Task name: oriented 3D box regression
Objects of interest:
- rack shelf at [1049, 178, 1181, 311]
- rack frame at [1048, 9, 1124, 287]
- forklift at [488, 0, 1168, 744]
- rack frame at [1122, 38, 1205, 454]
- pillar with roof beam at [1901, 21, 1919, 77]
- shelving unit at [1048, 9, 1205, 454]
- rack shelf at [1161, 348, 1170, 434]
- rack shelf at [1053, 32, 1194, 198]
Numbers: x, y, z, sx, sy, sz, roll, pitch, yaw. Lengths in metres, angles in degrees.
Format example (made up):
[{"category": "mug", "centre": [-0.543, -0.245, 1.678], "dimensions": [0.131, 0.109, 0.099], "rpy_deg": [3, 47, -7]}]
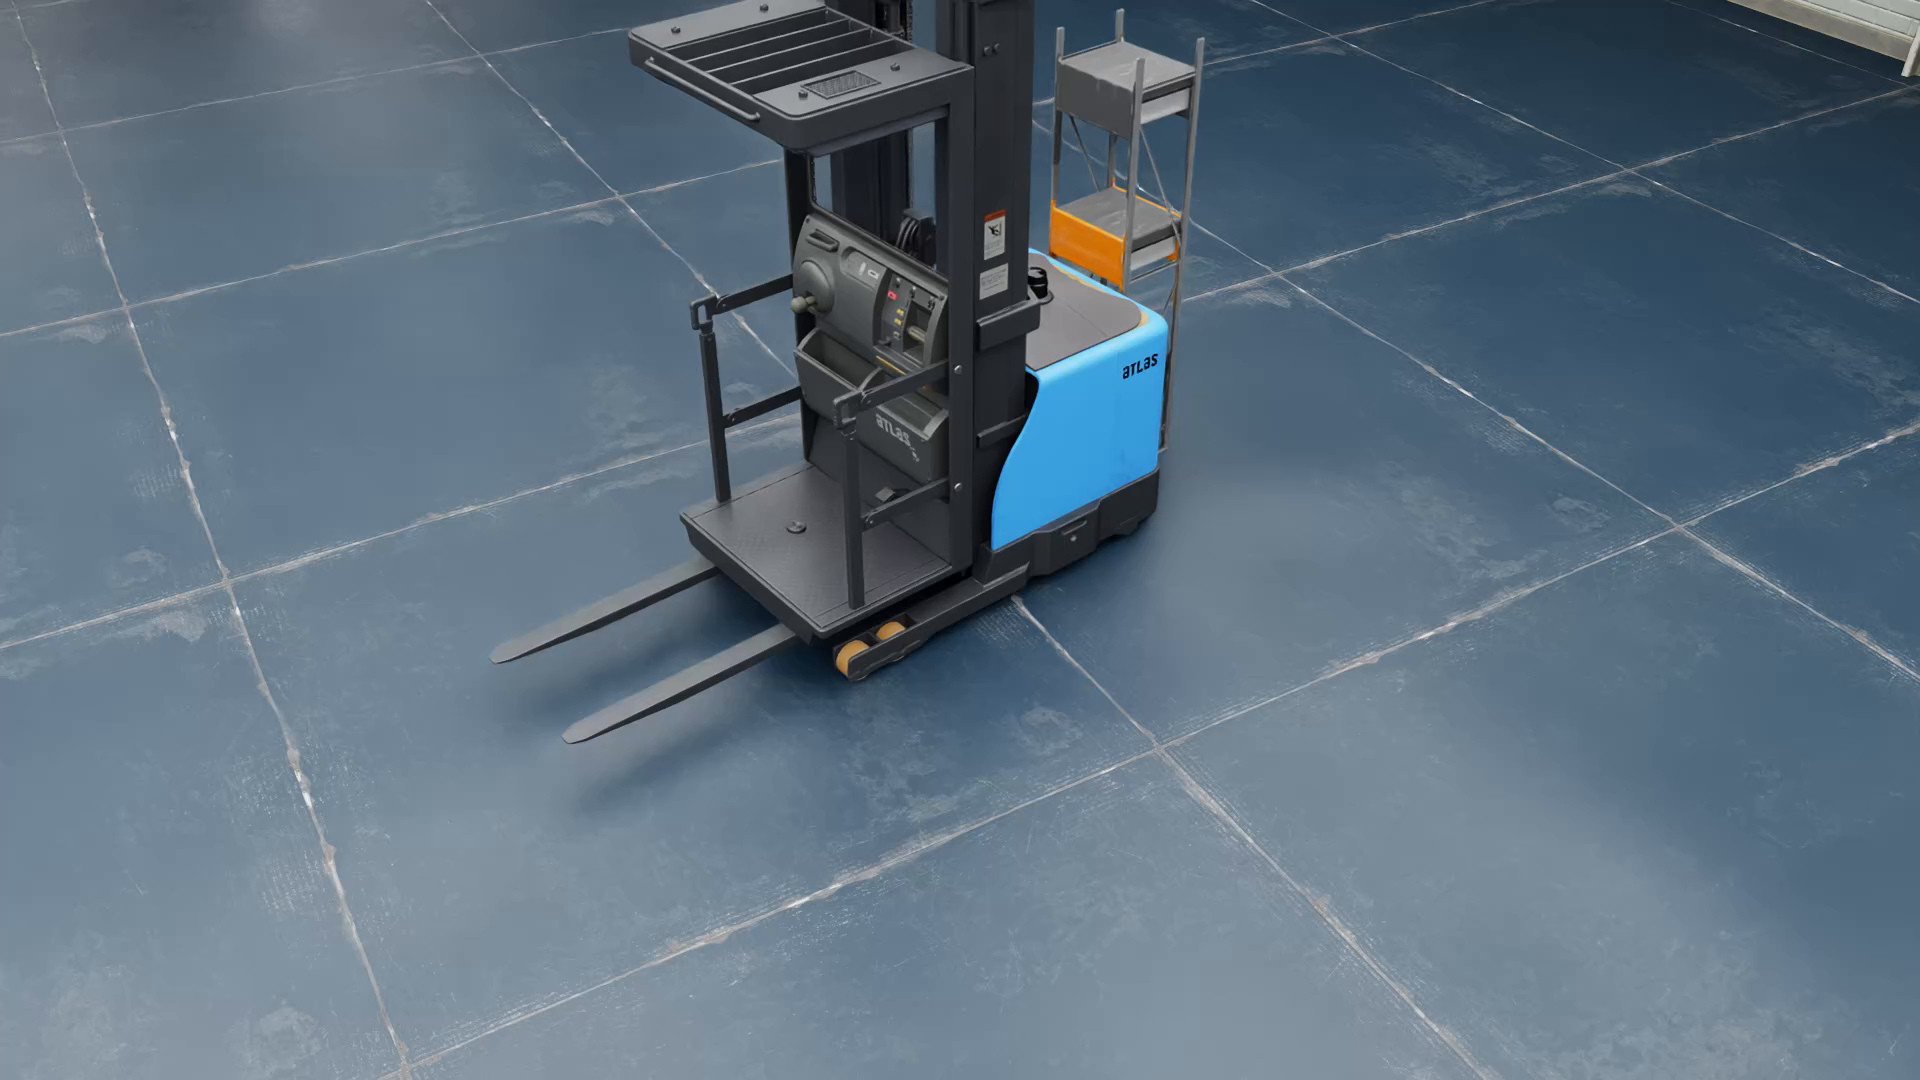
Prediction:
[{"category": "rack shelf", "centre": [0.733, -1.330, 7.813], "dimensions": [0.431, 0.518, 0.480], "rpy_deg": [-27, 44, -32]}, {"category": "rack frame", "centre": [0.575, -1.451, 7.955], "dimensions": [0.400, 2.100, 0.015], "rpy_deg": [-27, 44, -32]}, {"category": "forklift", "centre": [-0.531, -0.949, 6.564], "dimensions": [3.031, 2.935, 1.130], "rpy_deg": [-26, 43, -31]}, {"category": "rack frame", "centre": [0.892, -1.232, 7.655], "dimensions": [0.400, 2.100, 0.015], "rpy_deg": [-27, 44, -32]}, {"category": "pillar with roof beam", "centre": [3.620, -5.821, 8.091], "dimensions": [9.100, 9.000, 0.400], "rpy_deg": [-19, 40, -24]}, {"category": "shelving unit", "centre": [0.733, -1.341, 7.805], "dimensions": [0.431, 2.100, 0.503], "rpy_deg": [-27, 44, -32]}, {"category": "rack shelf", "centre": [0.732, -0.764, 8.224], "dimensions": [0.431, 0.518, 0.480], "rpy_deg": [-27, 44, -32]}, {"category": "rack shelf", "centre": [0.735, -1.896, 7.401], "dimensions": [0.431, 0.518, 0.480], "rpy_deg": [-27, 44, -32]}]
